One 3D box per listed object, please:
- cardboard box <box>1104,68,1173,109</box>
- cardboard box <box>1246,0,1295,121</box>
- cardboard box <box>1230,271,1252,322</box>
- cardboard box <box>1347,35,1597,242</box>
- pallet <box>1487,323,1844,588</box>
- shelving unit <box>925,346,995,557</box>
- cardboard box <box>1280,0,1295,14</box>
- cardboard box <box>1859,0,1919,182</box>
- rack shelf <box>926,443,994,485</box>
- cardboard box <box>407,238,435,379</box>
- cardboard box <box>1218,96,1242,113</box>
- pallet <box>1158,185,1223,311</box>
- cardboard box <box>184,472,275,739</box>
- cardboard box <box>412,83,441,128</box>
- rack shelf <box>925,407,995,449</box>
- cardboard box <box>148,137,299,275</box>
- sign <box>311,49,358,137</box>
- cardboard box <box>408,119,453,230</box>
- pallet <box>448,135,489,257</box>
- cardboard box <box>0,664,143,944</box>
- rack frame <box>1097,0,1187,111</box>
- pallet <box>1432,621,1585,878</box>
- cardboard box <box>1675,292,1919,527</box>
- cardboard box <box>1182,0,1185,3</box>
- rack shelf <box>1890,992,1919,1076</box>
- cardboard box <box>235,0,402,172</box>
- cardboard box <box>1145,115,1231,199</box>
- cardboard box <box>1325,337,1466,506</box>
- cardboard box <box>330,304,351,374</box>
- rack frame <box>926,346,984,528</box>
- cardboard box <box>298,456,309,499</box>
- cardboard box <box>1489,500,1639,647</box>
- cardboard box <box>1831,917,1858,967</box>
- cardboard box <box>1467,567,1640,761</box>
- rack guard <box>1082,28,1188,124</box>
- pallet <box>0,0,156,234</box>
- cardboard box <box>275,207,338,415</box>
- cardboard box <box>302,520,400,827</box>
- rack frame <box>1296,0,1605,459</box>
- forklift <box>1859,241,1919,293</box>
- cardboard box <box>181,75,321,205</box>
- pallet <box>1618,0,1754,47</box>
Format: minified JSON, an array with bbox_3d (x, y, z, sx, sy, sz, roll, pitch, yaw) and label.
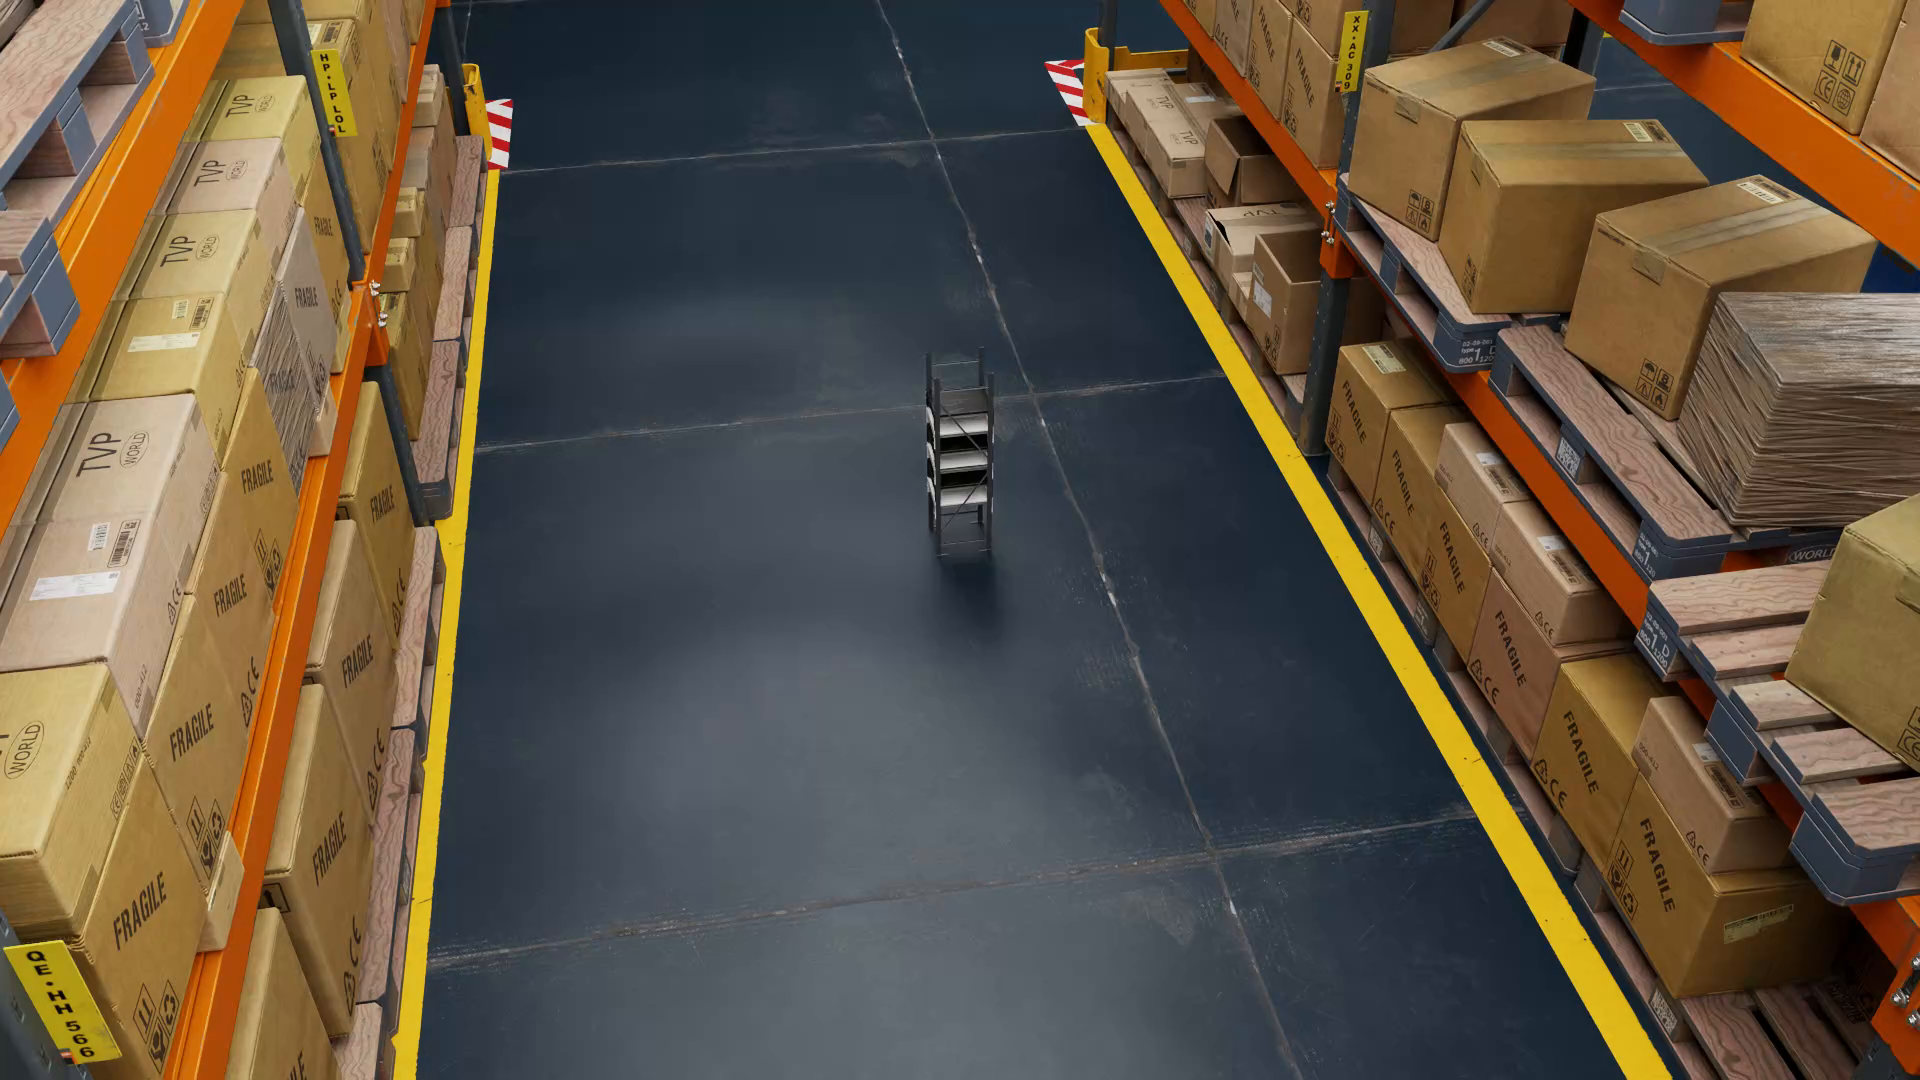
[{"bbox_3d":[1.119,-2.828,10.410,0.380,0.149,0.250,-6,38,-8],"label":"cardboard box"},{"bbox_3d":[1.653,-2.279,7.657,0.500,0.500,0.500,-5,38,-7],"label":"cardboard box"},{"bbox_3d":[1.581,-1.235,8.360,0.380,0.149,0.250,-6,38,-8],"label":"cardboard box"},{"bbox_3d":[1.948,-1.549,6.375,0.700,0.500,0.500,-19,42,-23],"label":"cardboard box"},{"bbox_3d":[2.441,-0.336,5.394,1.003,0.211,1.213,-6,38,-8],"label":"pallet"},{"bbox_3d":[-0.001,-0.360,6.980,0.258,0.900,0.210,-6,38,-8],"label":"shelving unit"},{"bbox_3d":[1.649,-2.675,7.352,0.500,0.500,0.500,-7,38,-9],"label":"cardboard box"},{"bbox_3d":[2.587,-1.030,3.604,0.910,0.500,0.500,-6,38,-8],"label":"cardboard box"},{"bbox_3d":[-0.001,-0.334,7.001,0.258,0.077,0.200,-6,38,-8],"label":"rack shelf"},{"bbox_3d":[-2.906,-1.064,7.870,0.700,0.500,0.500,-7,38,-8],"label":"cardboard box"},{"bbox_3d":[1.704,-2.568,10.062,0.380,0.166,0.250,-6,38,-8],"label":"cardboard box"},{"bbox_3d":[1.748,-1.706,9.274,1.003,0.211,1.213,-6,38,-8],"label":"pallet"},{"bbox_3d":[-2.092,0.194,4.215,0.500,0.500,0.500,-6,38,-8],"label":"cardboard box"},{"bbox_3d":[-3.024,-2.345,8.990,0.380,0.149,0.250,-5,38,-7],"label":"cardboard box"},{"bbox_3d":[-0.001,-0.476,6.890,0.258,0.077,0.200,-6,38,-8],"label":"rack shelf"},{"bbox_3d":[-2.377,-1.015,5.160,0.500,0.250,0.500,-5,38,-7],"label":"cardboard box"},{"bbox_3d":[-2.259,-1.609,5.997,0.100,0.325,0.005,-6,38,-8],"label":"sign"},{"bbox_3d":[-3.184,-1.999,9.074,0.700,0.500,0.500,-6,38,-8],"label":"cardboard box"},{"bbox_3d":[-3.275,-1.959,9.600,1.003,0.211,1.213,-6,38,-8],"label":"pallet"},{"bbox_3d":[-1.921,0.517,3.188,0.500,0.250,0.500,-5,38,-7],"label":"cardboard box"},{"bbox_3d":[1.384,-4.070,10.044,1.000,3.000,0.127,-6,38,-8],"label":"rack frame"},{"bbox_3d":[2.482,0.673,6.212,1.003,0.211,1.213,-6,38,-8],"label":"pallet"},{"bbox_3d":[2.593,-0.384,4.876,0.700,0.500,0.500,0,38,1],"label":"cardboard box"},{"bbox_3d":[1.383,-3.198,8.840,0.500,0.500,0.500,-6,38,-8],"label":"cardboard box"},{"bbox_3d":[3.137,2.254,2.490,1.077,0.370,4.000,-6,38,-8],"label":"rack shelf"},{"bbox_3d":[-2.993,-2.008,7.145,0.980,0.700,0.700,-7,38,-9],"label":"cardboard box"},{"bbox_3d":[1.375,-2.195,9.513,0.500,0.250,0.500,-6,38,-8],"label":"cardboard box"},{"bbox_3d":[1.930,-0.522,7.156,0.500,0.500,0.500,-8,39,-10],"label":"cardboard box"},{"bbox_3d":[-2.386,-0.704,5.899,0.380,0.149,0.250,-6,38,-7],"label":"cardboard box"},{"bbox_3d":[-0.019,-0.422,7.059,0.240,0.900,0.006,-6,38,-8],"label":"rack frame"},{"bbox_3d":[-2.303,-0.234,5.295,0.380,0.149,0.250,-6,38,-8],"label":"cardboard box"},{"bbox_3d":[2.194,0.089,5.758,0.500,0.250,0.500,-7,38,-9],"label":"cardboard box"},{"bbox_3d":[2.890,0.954,5.256,0.500,0.500,0.500,-8,38,-10],"label":"cardboard box"},{"bbox_3d":[2.203,0.407,5.960,0.500,0.500,0.500,-8,38,-10],"label":"cardboard box"},{"bbox_3d":[1.397,-3.037,10.751,1.175,0.500,0.348,-6,38,-8],"label":"rack guard"},{"bbox_3d":[-2.454,-0.871,3.635,1.003,0.211,1.213,-5,38,-6],"label":"pallet"},{"bbox_3d":[-2.363,-0.725,5.398,0.500,0.500,0.500,-6,38,-8],"label":"cardboard box"},{"bbox_3d":[-2.391,0.480,5.598,0.750,0.750,0.750,-5,38,-7],"label":"cardboard box"},{"bbox_3d":[2.085,-1.654,6.934,1.000,3.000,0.127,-6,38,-8],"label":"rack frame"},{"bbox_3d":[4.935,-0.975,6.116,1.130,2.935,3.031,-8,39,-10],"label":"forklift"},{"bbox_3d":[-2.458,-1.325,5.559,0.500,0.250,0.500,-5,38,-7],"label":"cardboard box"},{"bbox_3d":[2.315,-1.737,4.749,1.213,0.211,1.003,-6,38,-8],"label":"pallet"}]
